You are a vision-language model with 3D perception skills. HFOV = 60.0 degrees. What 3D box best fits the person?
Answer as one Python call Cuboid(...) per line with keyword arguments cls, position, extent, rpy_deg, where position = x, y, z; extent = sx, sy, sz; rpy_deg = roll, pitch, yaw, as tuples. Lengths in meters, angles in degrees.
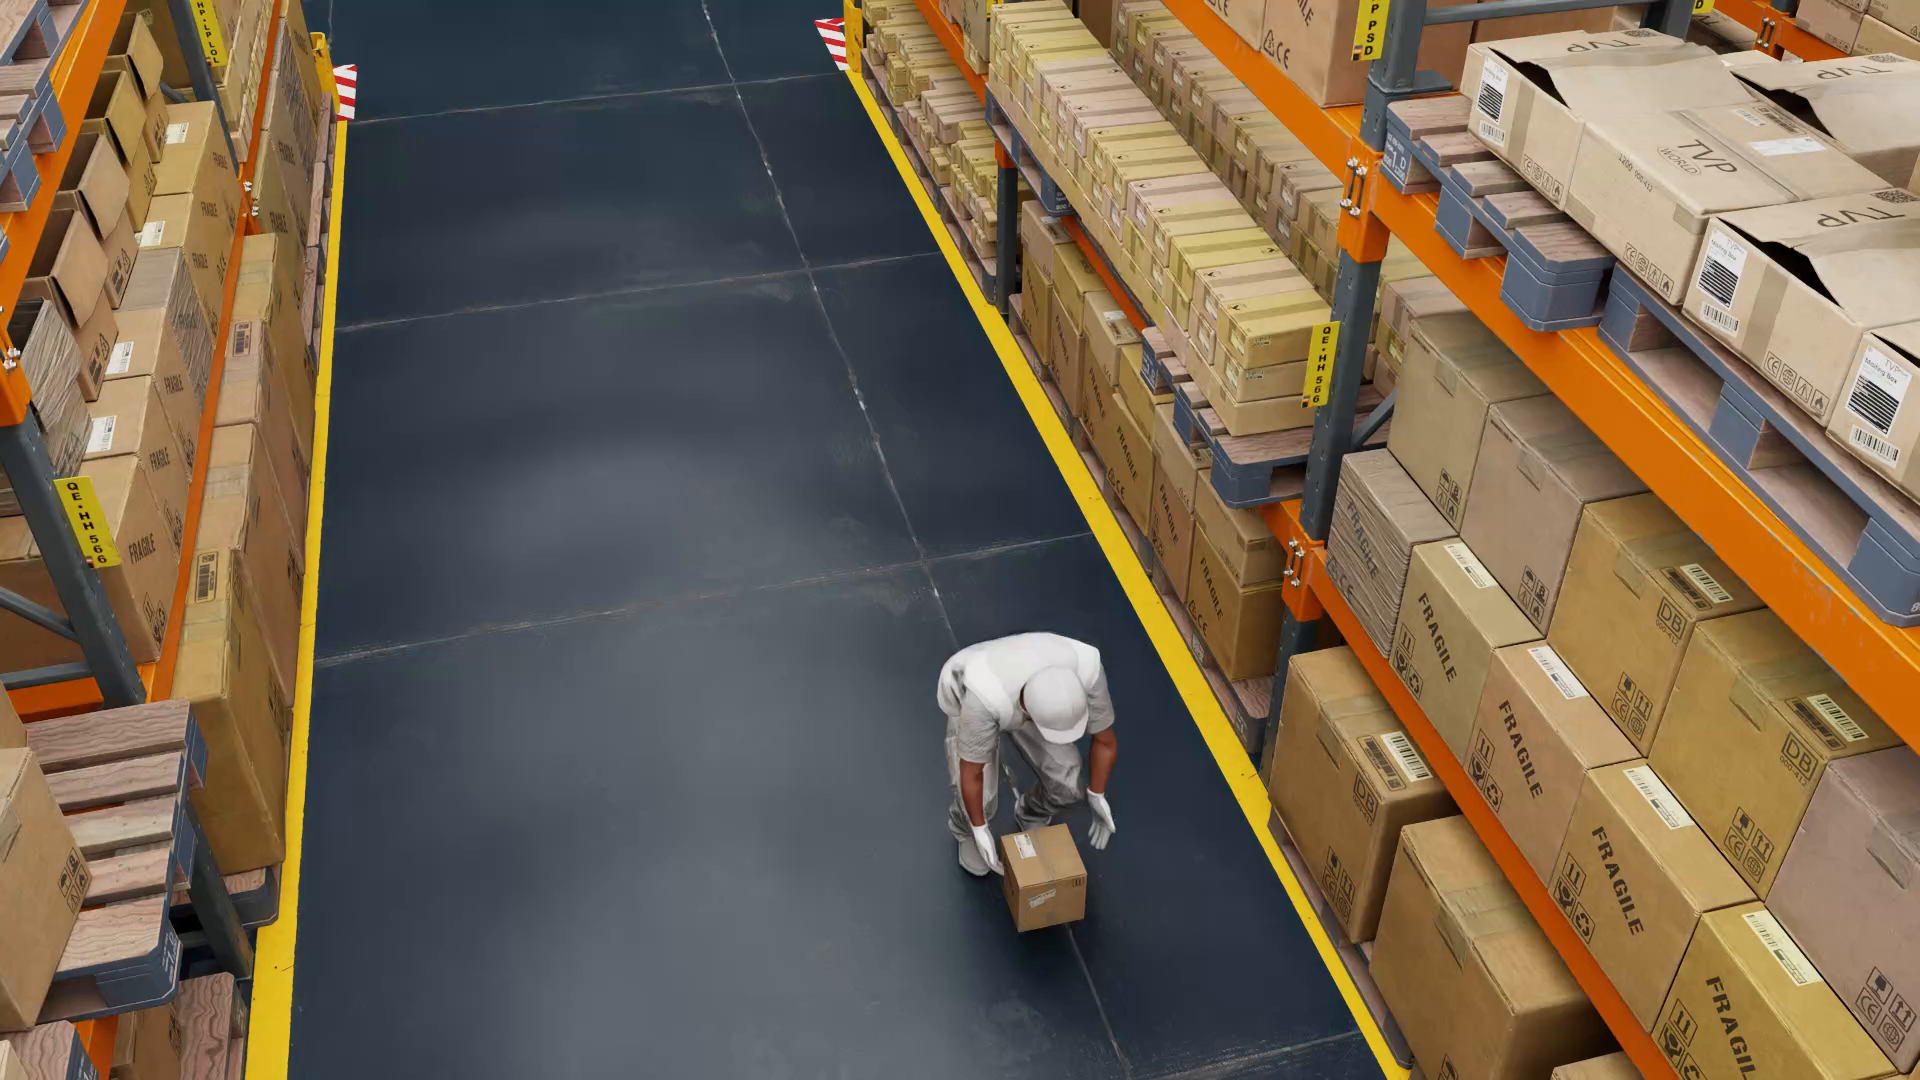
Cuboid(cls="person", position=(0.240, 0.752, 6.178), extent=(0.603, 1.236, 0.840), rpy_deg=(-9, 39, -12))
